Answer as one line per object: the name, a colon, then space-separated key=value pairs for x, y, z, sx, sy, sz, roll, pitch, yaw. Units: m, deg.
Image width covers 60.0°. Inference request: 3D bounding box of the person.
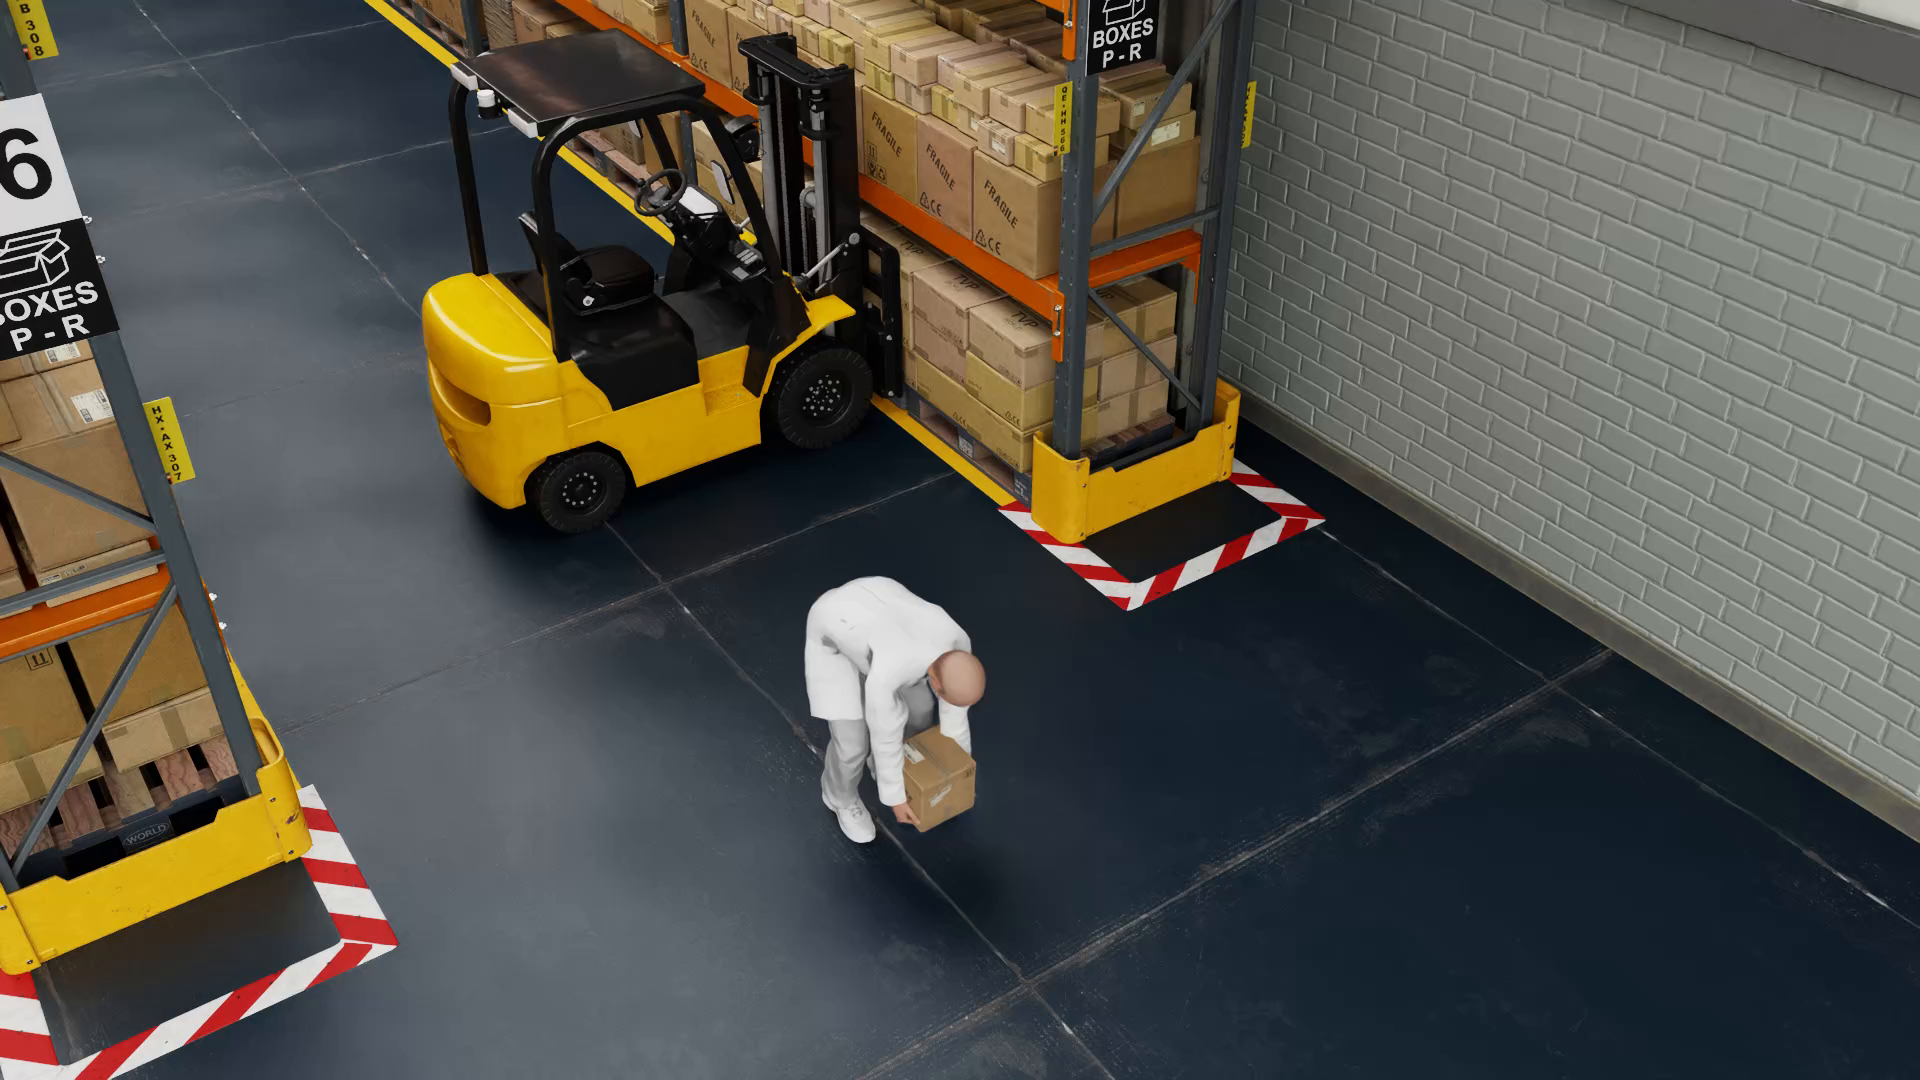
person: x=-0.225 y=0.740 z=6.500 sx=0.562 sy=1.187 sz=0.939 roll=-24 pitch=42 yaw=-29
